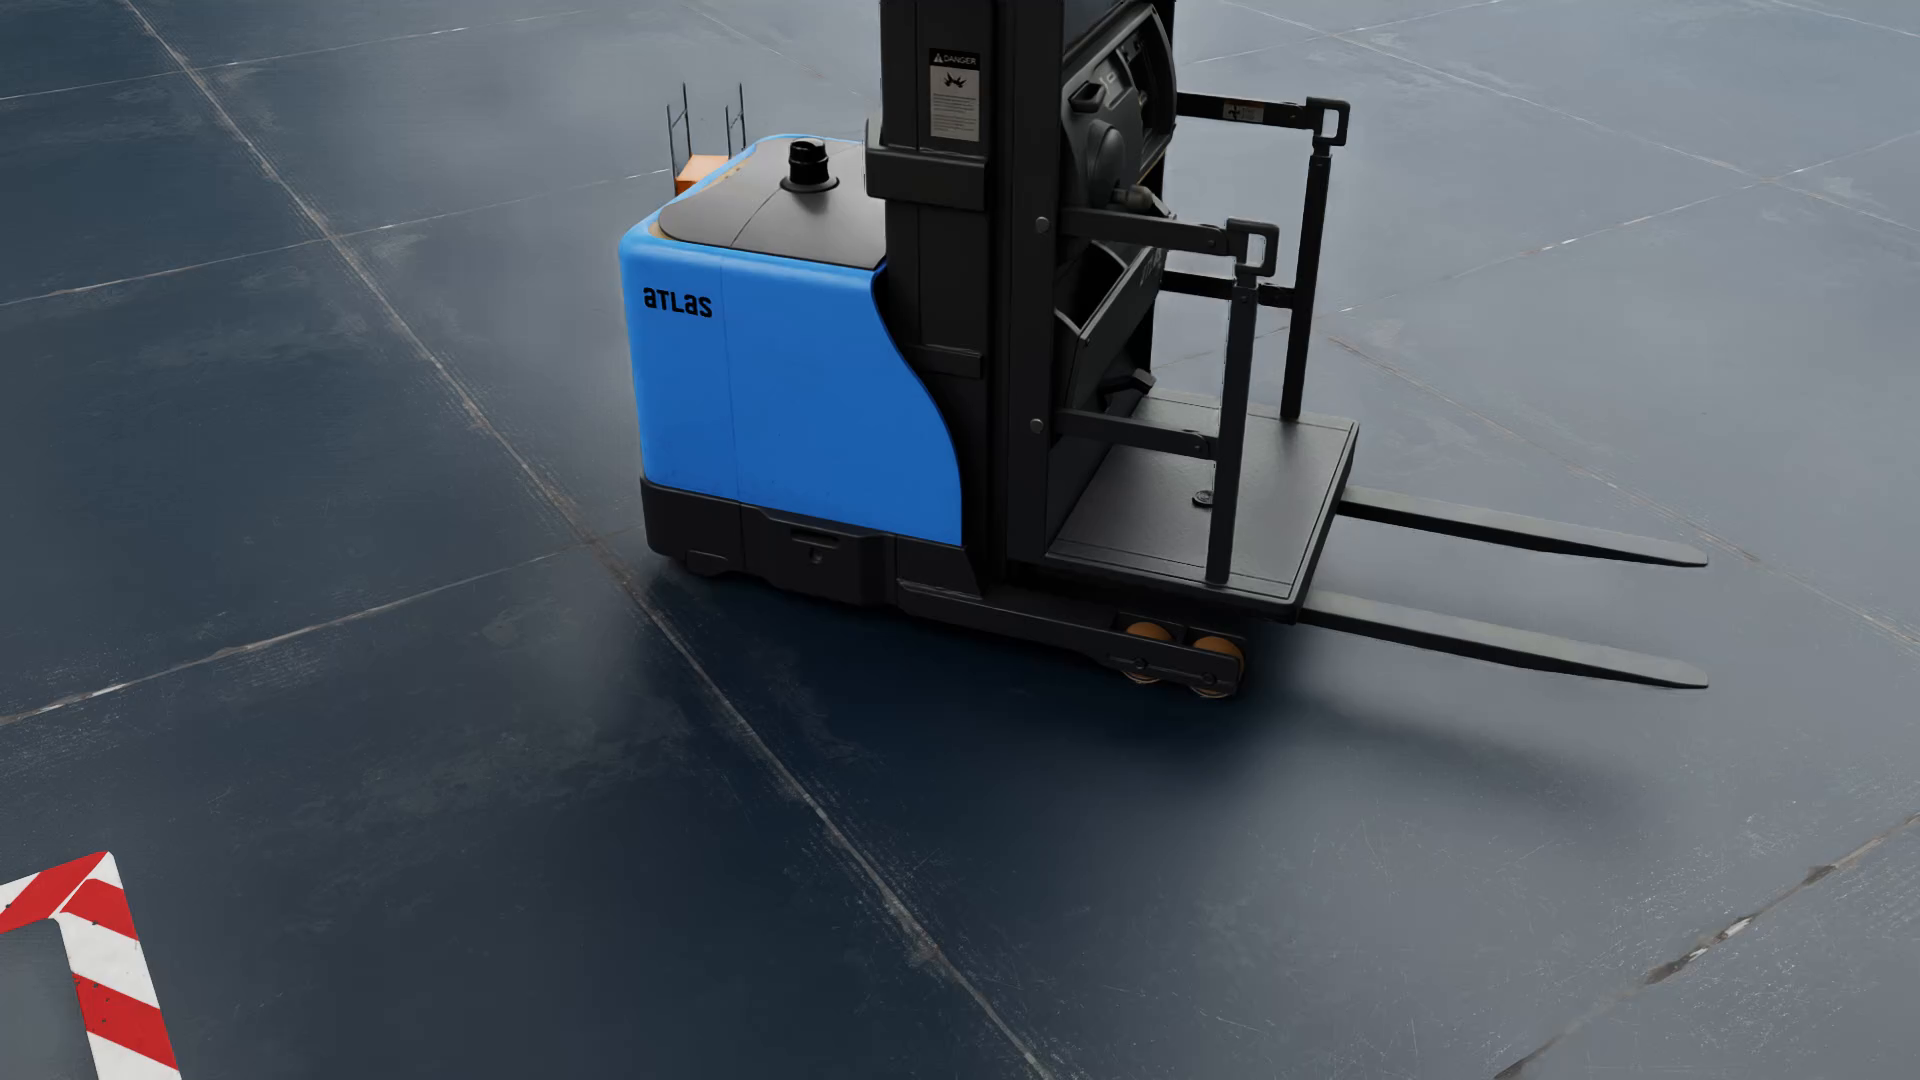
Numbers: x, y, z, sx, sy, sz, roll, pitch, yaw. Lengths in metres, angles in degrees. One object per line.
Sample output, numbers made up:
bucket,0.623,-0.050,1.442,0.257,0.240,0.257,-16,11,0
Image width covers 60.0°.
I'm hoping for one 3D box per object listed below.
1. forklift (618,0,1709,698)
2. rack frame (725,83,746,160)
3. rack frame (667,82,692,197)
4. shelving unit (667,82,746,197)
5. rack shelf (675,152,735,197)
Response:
forklift,0.608,-1.127,4.290,3.031,2.935,1.130,11,34,17
rack frame,-0.709,-0.887,5.532,0.006,1.200,0.240,3,32,4
rack frame,-0.892,-0.895,5.545,0.006,1.200,0.240,3,32,4
shelving unit,-0.800,-0.891,5.538,0.189,1.200,0.258,3,32,4
rack shelf,-0.800,-1.158,5.370,0.180,0.103,0.258,3,32,4
